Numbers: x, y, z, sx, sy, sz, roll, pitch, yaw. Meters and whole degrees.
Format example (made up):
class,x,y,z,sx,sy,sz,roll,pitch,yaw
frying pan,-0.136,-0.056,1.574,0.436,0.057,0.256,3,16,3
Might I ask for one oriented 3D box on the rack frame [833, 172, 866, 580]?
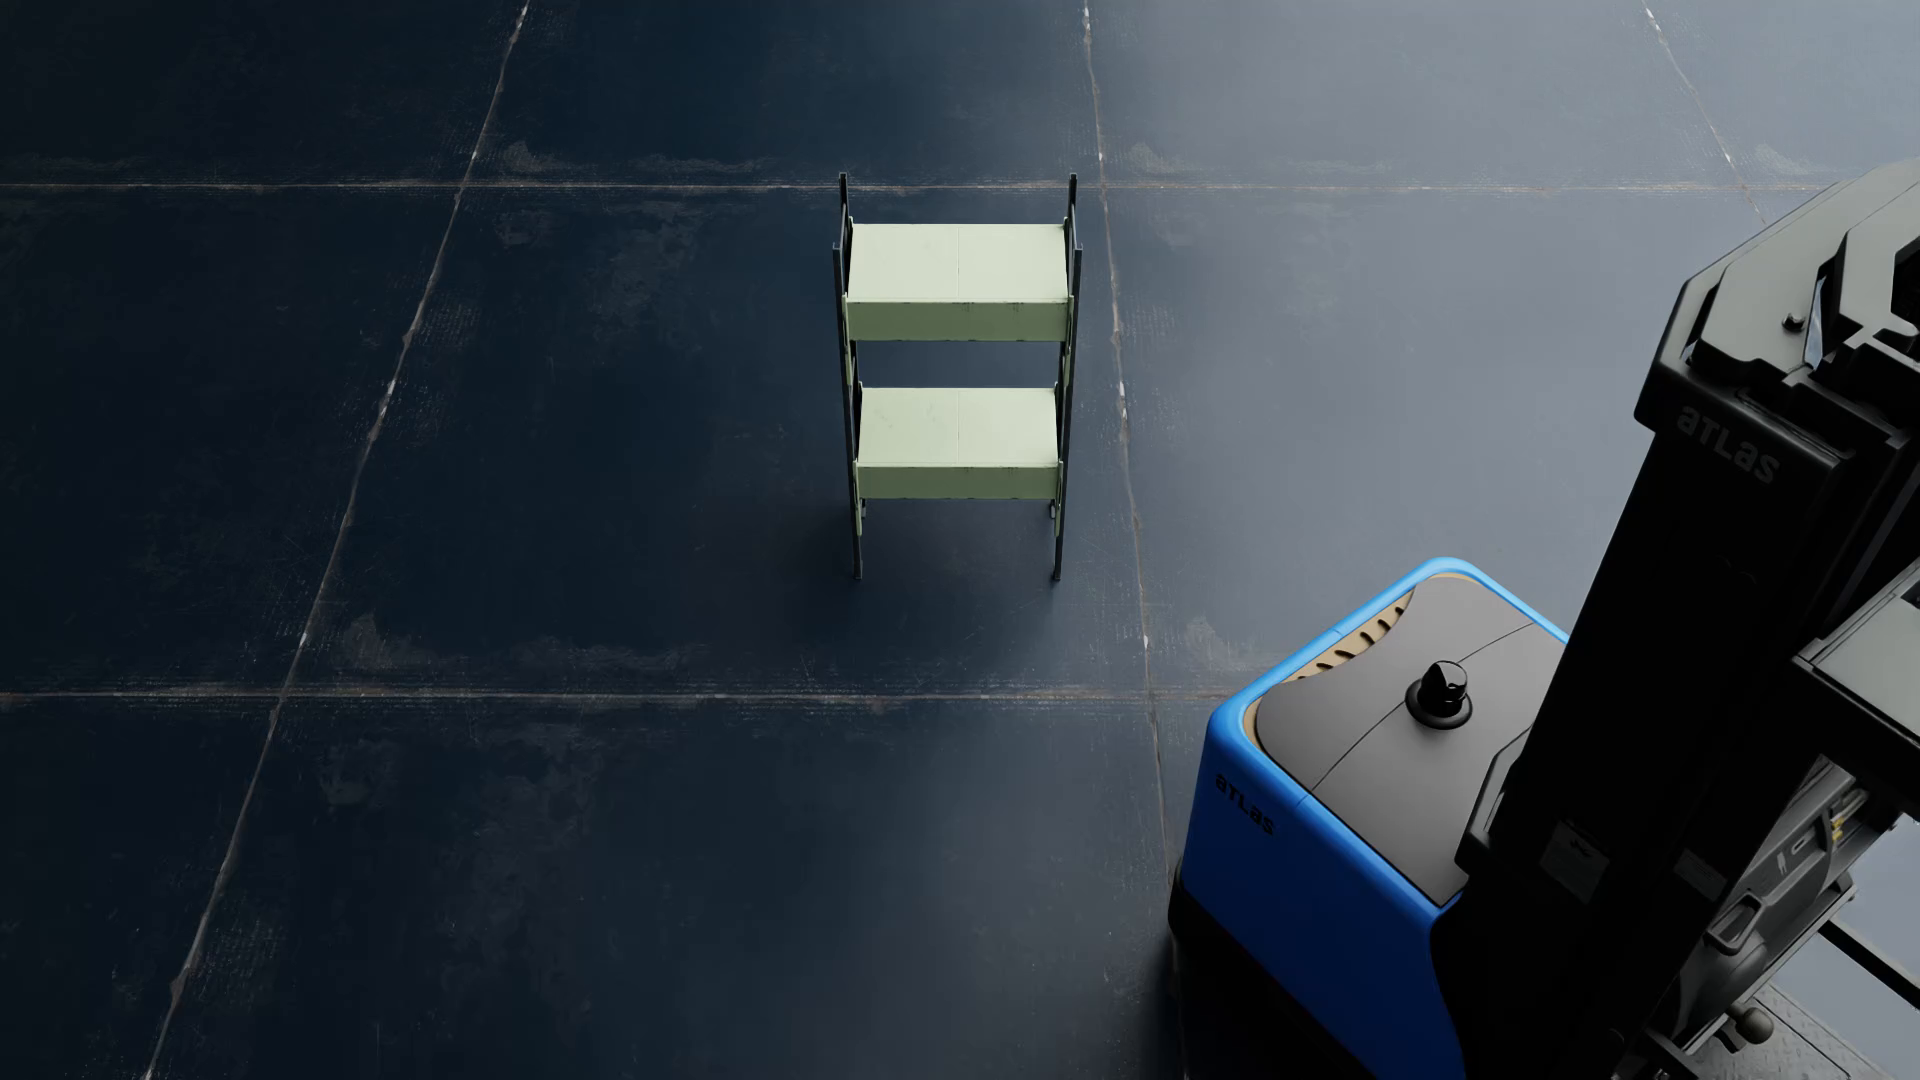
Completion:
class,x,y,z,sx,sy,sz,roll,pitch,yaw
rack frame,-0.373,-0.512,5.702,0.023,1.500,0.400,0,47,0

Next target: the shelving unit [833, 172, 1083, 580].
class,x,y,z,sx,sy,sz,roll,pitch,yaw
shelving unit,-0.007,-0.511,5.701,0.755,1.500,0.431,0,47,0

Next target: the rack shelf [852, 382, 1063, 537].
class,x,y,z,sx,sy,sz,roll,pitch,yaw
rack shelf,-0.007,-0.289,5.940,0.720,0.370,0.431,0,47,0

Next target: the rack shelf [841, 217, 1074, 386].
class,x,y,z,sx,sy,sz,roll,pitch,yaw
rack shelf,-0.007,-0.777,5.415,0.720,0.370,0.431,0,47,0

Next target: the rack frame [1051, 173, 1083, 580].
class,x,y,z,sx,sy,sz,roll,pitch,yaw
rack frame,0.359,-0.510,5.700,0.023,1.500,0.400,0,47,0

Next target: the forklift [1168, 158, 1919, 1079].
class,x,y,z,sx,sy,sz,roll,pitch,yaw
forklift,1.947,0.819,3.485,1.130,2.935,3.031,-30,54,-25
